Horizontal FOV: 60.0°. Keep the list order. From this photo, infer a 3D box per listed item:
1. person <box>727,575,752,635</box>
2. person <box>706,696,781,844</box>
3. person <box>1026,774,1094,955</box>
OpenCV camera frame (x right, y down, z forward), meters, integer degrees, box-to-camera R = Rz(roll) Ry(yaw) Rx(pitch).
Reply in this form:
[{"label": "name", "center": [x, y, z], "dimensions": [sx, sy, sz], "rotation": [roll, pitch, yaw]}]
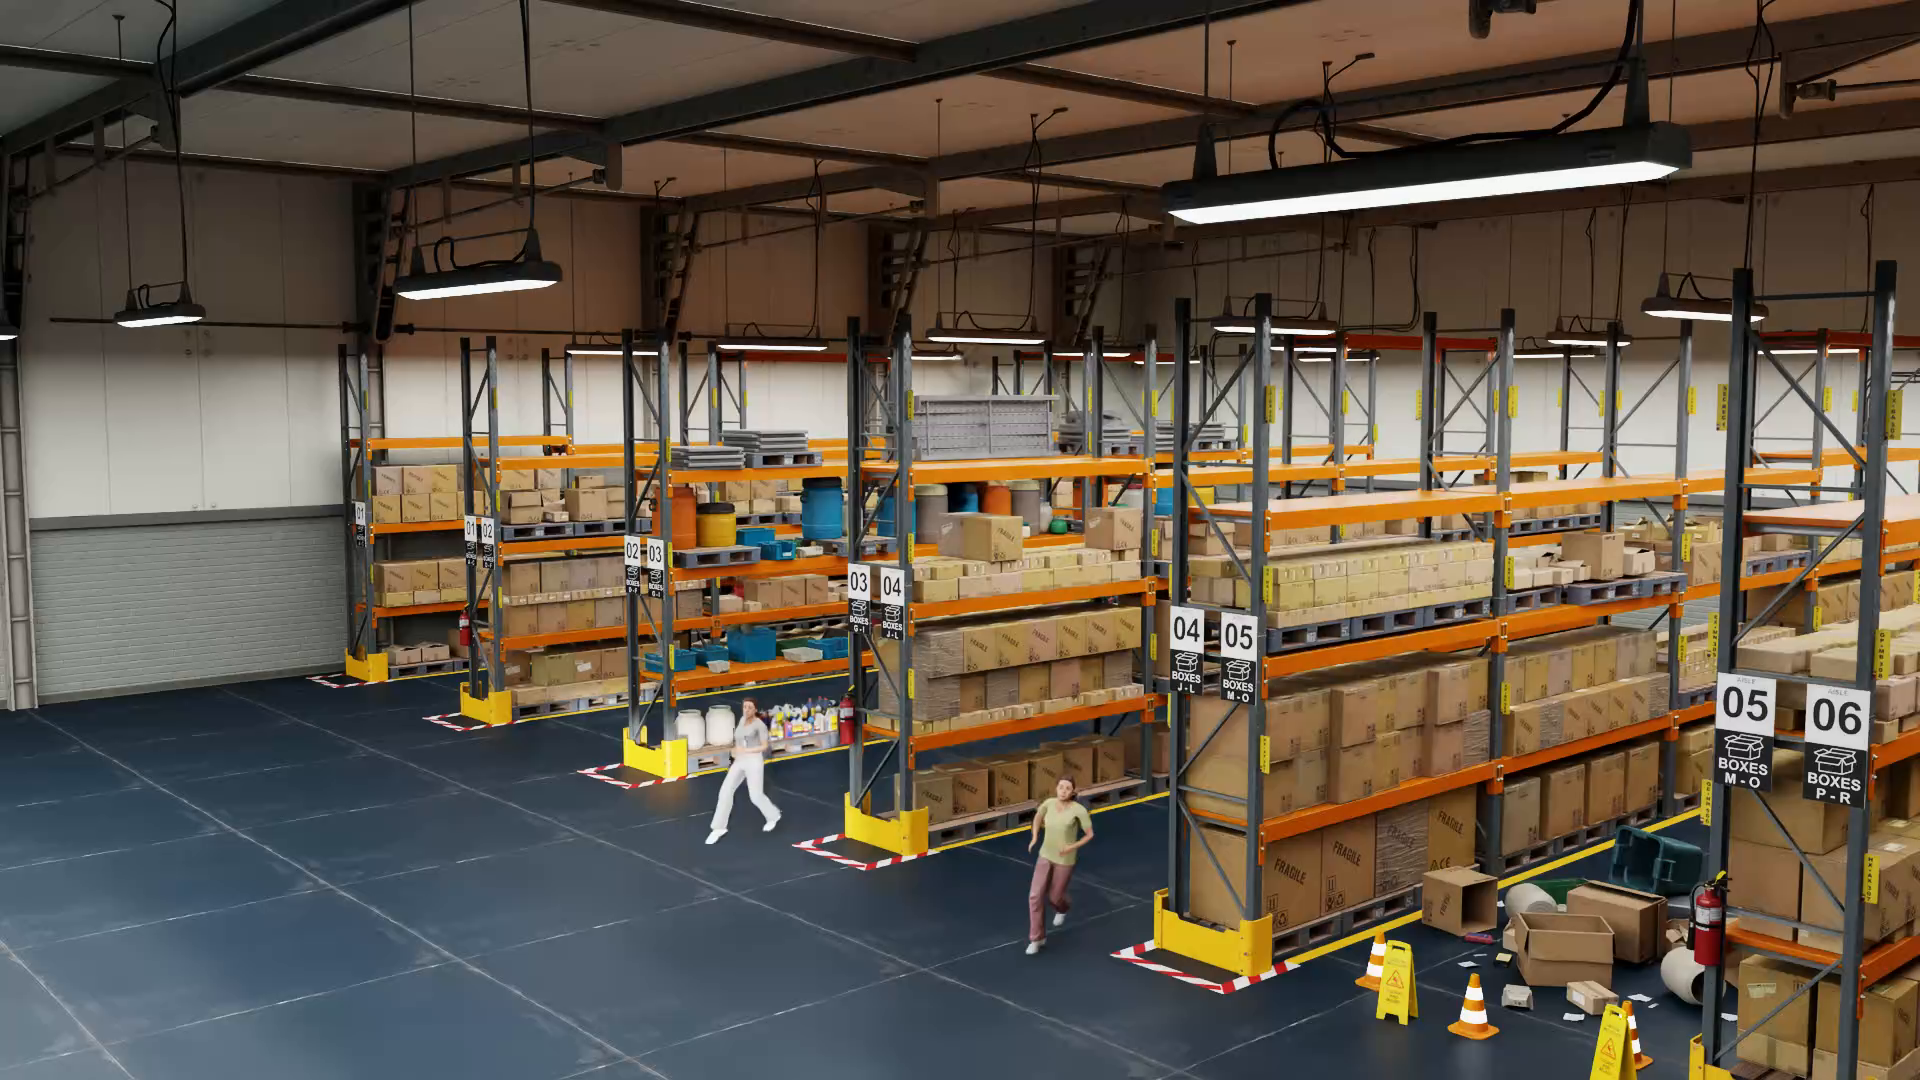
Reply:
[{"label": "person", "center": [-4.162, 1.455, 31.600], "dimensions": [0.662, 1.716, 0.989], "rotation": [4, 7, 39]}, {"label": "person", "center": [-2.427, 2.619, 19.142], "dimensions": [0.573, 1.673, 0.958], "rotation": [4, 6, 36]}, {"label": "person", "center": [0.951, 2.985, 15.498], "dimensions": [0.623, 1.667, 0.797], "rotation": [3, 6, 26]}]
